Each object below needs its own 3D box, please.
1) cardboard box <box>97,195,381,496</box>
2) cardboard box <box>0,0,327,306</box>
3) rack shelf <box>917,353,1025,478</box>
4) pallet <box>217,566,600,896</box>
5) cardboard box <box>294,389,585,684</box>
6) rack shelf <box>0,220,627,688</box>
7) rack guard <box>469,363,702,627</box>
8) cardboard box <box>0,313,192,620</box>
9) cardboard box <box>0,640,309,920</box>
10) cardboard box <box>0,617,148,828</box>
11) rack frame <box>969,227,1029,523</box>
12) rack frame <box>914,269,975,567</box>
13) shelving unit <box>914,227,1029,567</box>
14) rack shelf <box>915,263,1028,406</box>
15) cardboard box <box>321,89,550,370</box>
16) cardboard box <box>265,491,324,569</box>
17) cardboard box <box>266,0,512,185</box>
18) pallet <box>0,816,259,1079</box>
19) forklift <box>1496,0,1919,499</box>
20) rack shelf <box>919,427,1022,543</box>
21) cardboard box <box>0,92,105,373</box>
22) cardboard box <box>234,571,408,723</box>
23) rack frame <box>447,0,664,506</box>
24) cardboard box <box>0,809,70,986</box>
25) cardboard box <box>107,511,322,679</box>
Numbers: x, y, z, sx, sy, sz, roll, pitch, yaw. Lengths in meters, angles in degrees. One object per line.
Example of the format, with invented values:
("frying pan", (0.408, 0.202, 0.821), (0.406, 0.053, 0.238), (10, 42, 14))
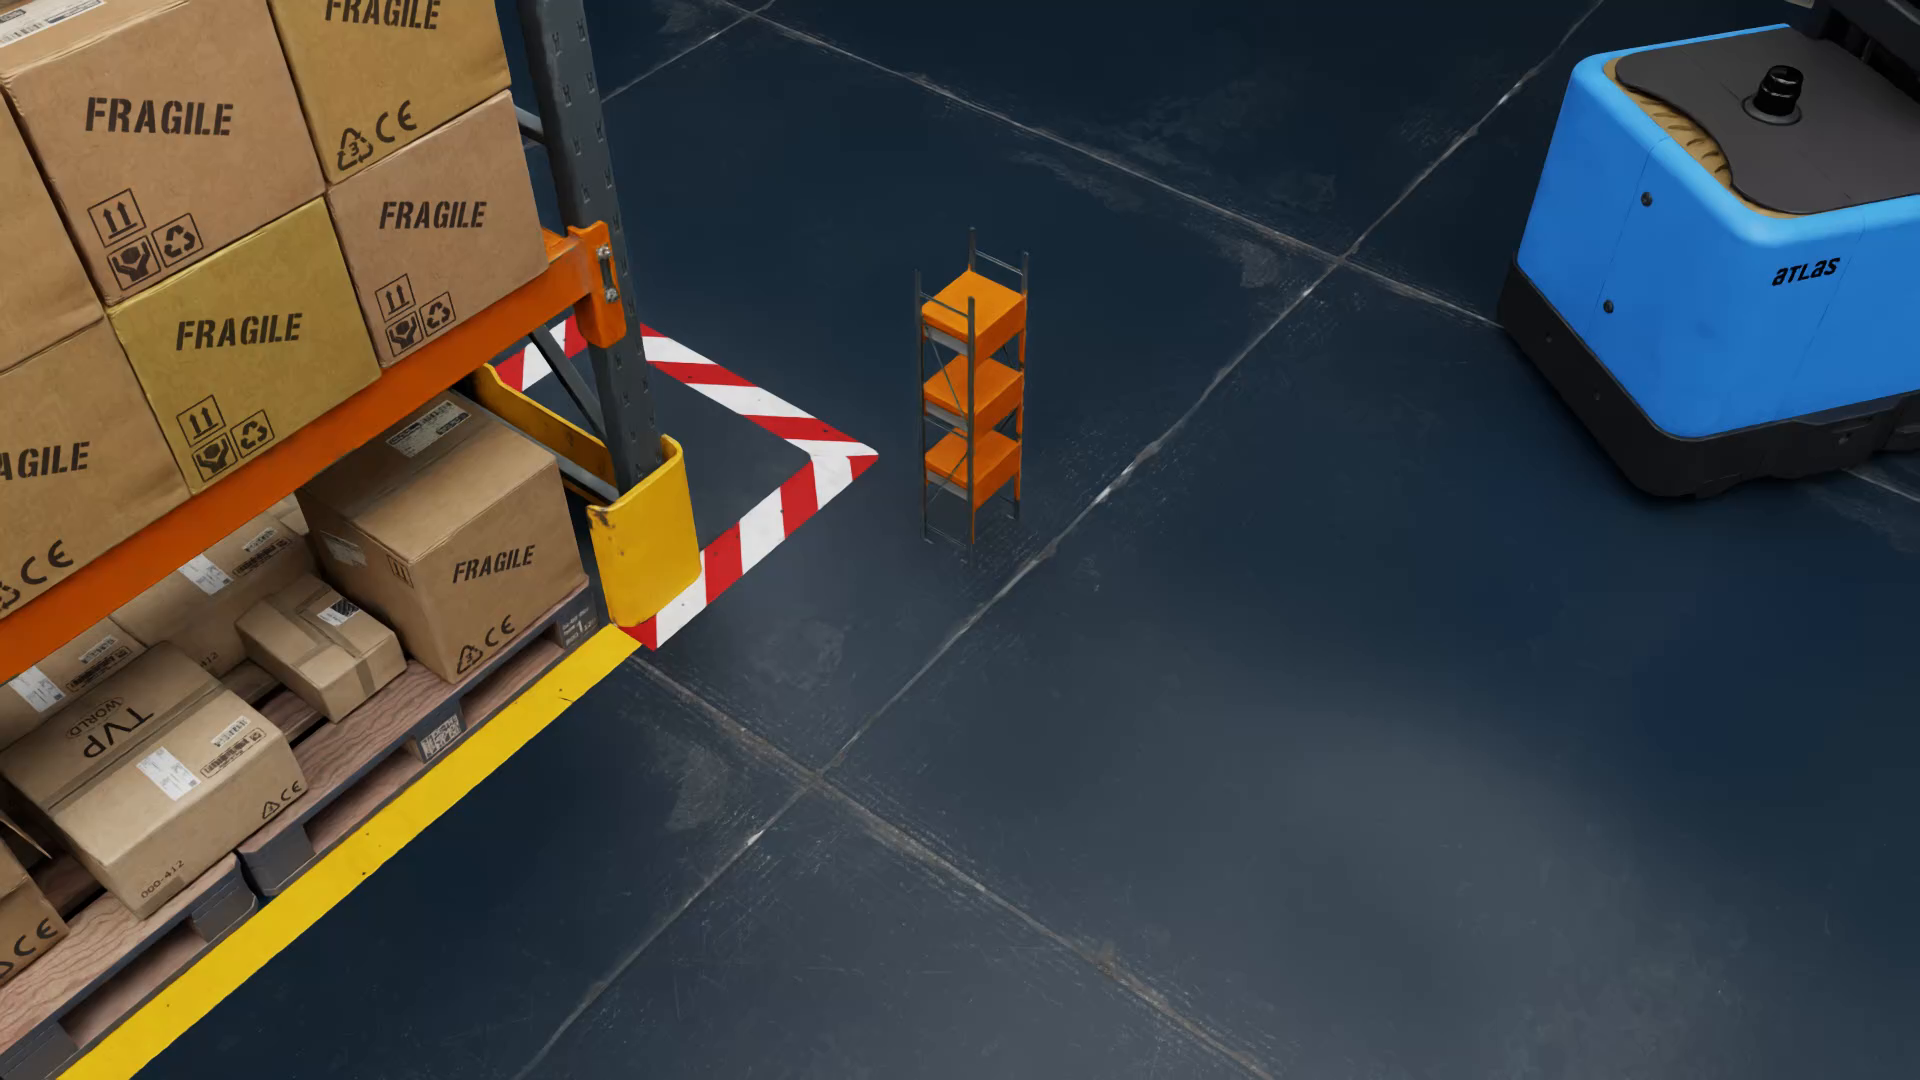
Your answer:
("cardboard box", (-1.669, -0.514, 3.597), (0.500, 0.500, 0.500), (30, 53, 25))
("cardboard box", (-1.659, -0.869, 3.245), (0.500, 0.500, 0.500), (31, 54, 26))
("rack shelf", (0.033, -0.386, 4.907), (0.215, 0.259, 0.240), (29, 53, 25))
("pallet", (-1.830, 0.309, 4.809), (1.003, 0.211, 1.213), (29, 53, 25))
("cardboard box", (-1.434, -0.023, 4.622), (0.500, 0.500, 0.500), (29, 53, 25))
("rack shelf", (-2.519, 0.239, 3.445), (1.077, 0.370, 4.000), (29, 53, 25))
("rack guard", (-1.343, -0.247, 5.141), (1.175, 0.500, 0.348), (29, 53, 25))
("cardboard box", (-1.979, -0.231, 3.327), (0.500, 0.500, 0.500), (30, 53, 25))
("cardboard box", (-2.038, 0.594, 4.206), (0.500, 0.250, 0.500), (29, 53, 25))
("cardboard box", (-2.465, 0.401, 4.389), (0.500, 0.250, 0.500), (29, 53, 25))
("rack frame", (0.107, -0.463, 4.966), (0.200, 1.050, 0.008), (29, 53, 25))
("rack frame", (-0.042, -0.323, 4.833), (0.200, 1.050, 0.008), (29, 53, 25))
("shelving unit", (0.033, -0.393, 4.900), (0.215, 1.050, 0.252), (29, 53, 25))
("rack shelf", (0.033, -0.582, 4.702), (0.215, 0.259, 0.240), (29, 53, 25))
("cardboard box", (-1.355, -0.812, 3.882), (0.500, 0.500, 0.500), (31, 54, 26))
("cardboard box", (-1.977, -0.097, 4.923), (0.380, 0.166, 0.250), (29, 53, 25))
("cardboard box", (-1.351, -1.158, 3.521), (0.500, 0.500, 0.500), (29, 53, 25))
("pallet", (-2.576, 1.004, 4.145), (1.003, 0.211, 1.213), (29, 53, 25))
("forklift", (3.483, -1.754, 4.899), (3.031, 2.935, 1.130), (-12, 48, -11))
("rack shelf", (0.033, -0.194, 5.108), (0.215, 0.259, 0.240), (29, 53, 25))
("cardboard box", (-1.972, -0.570, 2.959), (0.500, 0.500, 0.500), (31, 54, 26))
("cardboard box", (-1.753, 0.284, 4.559), (0.380, 0.166, 0.250), (29, 53, 25))
("rack frame", (-1.296, -1.154, 4.278), (1.000, 3.000, 0.127), (29, 53, 25))
("cardboard box", (-2.597, 0.768, 3.865), (0.797, 0.503, 0.637), (29, 53, 25))
("cardboard box", (-2.159, 0.115, 4.663), (0.500, 0.250, 0.500), (29, 53, 25))
